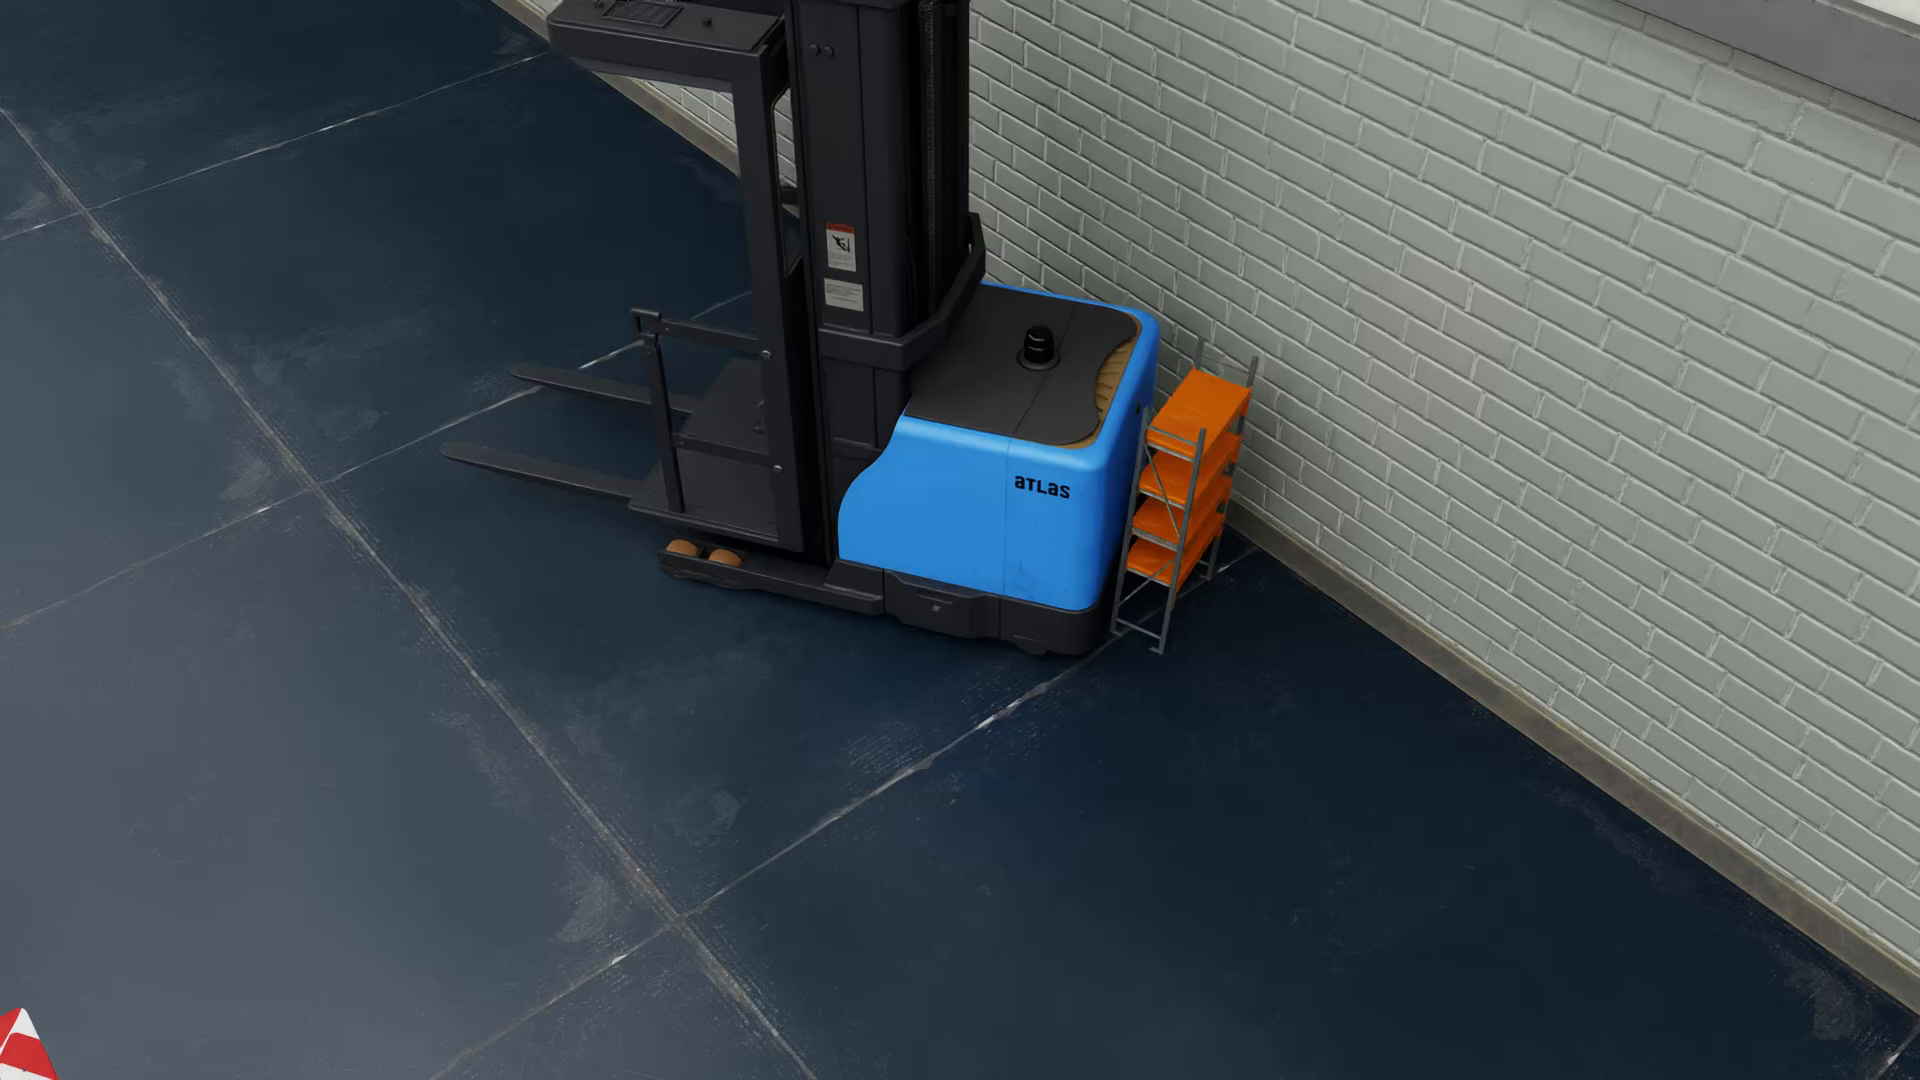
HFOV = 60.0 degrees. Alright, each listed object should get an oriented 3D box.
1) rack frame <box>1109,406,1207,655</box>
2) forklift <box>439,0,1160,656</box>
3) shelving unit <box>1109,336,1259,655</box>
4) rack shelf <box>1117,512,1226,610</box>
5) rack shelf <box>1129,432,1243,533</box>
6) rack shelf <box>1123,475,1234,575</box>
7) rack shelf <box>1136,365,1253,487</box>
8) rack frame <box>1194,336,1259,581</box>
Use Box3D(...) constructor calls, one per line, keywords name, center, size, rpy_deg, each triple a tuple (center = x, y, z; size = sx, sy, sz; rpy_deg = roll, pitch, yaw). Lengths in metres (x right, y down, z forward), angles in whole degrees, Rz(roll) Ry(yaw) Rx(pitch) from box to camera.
Box3D(name="rack frame", center=(0.746, -0.009, 6.374), size=(0.240, 1.200, 0.015), rpy_deg=(23, 48, 19))
Box3D(name="forklift", center=(-0.761, -1.196, 6.382), size=(3.031, 2.935, 1.130), rpy_deg=(12, 45, 13))
Box3D(name="shelving unit", center=(0.866, -0.154, 6.529), size=(0.258, 1.200, 0.503), rpy_deg=(23, 48, 19))
Box3D(name="rack shelf", center=(0.855, 0.035, 6.715), size=(0.258, 0.148, 0.480), rpy_deg=(23, 48, 19))
Box3D(name="rack shelf", center=(0.873, -0.266, 6.419), size=(0.258, 0.148, 0.480), rpy_deg=(23, 48, 19))
Box3D(name="rack shelf", center=(0.863, -0.107, 6.576), size=(0.258, 0.148, 0.480), rpy_deg=(23, 48, 19))
Box3D(name="rack shelf", center=(0.883, -0.434, 6.253), size=(0.258, 0.148, 0.480), rpy_deg=(23, 48, 19))
Box3D(name="rack frame", center=(0.987, -0.300, 6.683), size=(0.240, 1.200, 0.015), rpy_deg=(23, 48, 19))
